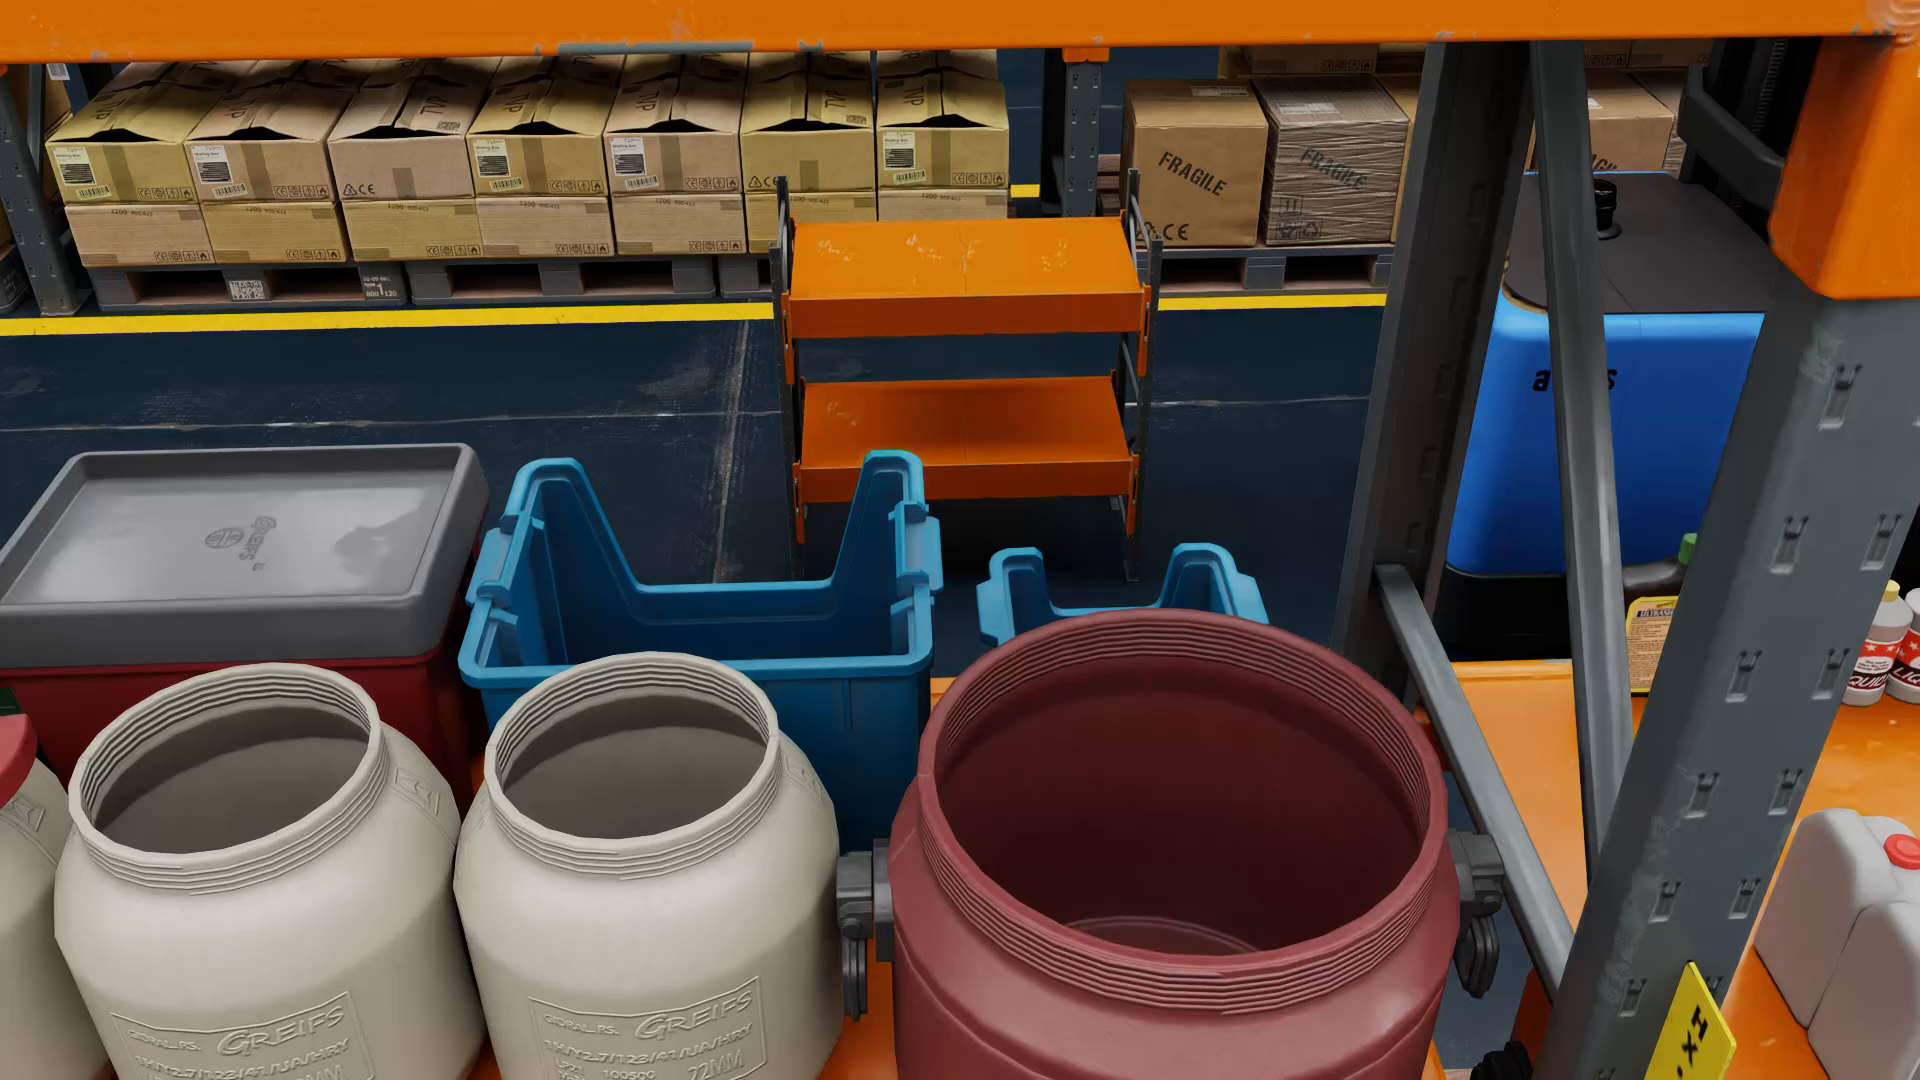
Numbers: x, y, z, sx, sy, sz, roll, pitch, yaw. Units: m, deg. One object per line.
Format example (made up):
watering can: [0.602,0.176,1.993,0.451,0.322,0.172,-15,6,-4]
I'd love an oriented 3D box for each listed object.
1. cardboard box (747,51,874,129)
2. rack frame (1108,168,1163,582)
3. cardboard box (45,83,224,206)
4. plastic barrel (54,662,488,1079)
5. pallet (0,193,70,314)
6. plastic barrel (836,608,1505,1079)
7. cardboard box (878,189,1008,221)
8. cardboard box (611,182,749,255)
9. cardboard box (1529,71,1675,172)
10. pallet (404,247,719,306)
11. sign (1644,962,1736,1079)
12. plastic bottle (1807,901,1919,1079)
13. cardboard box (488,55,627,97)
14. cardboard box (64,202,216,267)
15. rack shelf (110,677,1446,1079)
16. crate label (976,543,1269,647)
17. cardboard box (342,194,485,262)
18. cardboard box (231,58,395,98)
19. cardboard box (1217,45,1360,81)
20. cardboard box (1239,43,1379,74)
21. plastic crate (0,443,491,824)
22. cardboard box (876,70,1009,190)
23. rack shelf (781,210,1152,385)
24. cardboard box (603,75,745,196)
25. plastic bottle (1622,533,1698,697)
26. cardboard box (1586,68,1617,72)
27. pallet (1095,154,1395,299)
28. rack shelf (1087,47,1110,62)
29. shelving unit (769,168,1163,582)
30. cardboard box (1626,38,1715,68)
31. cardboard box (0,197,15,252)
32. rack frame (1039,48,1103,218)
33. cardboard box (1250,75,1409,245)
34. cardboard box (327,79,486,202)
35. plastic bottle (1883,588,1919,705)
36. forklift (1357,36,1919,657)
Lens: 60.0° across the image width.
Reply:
cardboard box: [-0.620,-1.901,6.916,0.500,0.311,0.500,-2,35,-3]
rack frame: [0.515,-0.476,4.950,0.032,1.125,0.500,-2,35,-2]
cardboard box: [-3.129,-1.529,6.378,0.500,0.311,0.500,-1,35,-2]
plastic barrel: [-0.766,0.436,1.887,0.421,0.512,0.421,0,35,0]
pallet: [-4.350,-1.243,6.860,1.213,0.211,1.003,-2,35,-2]
plastic barrel: [0.223,0.450,1.845,0.708,0.536,0.600,-2,35,-2]
cardboard box: [-0.073,-1.384,6.661,0.500,0.250,0.500,-1,35,-1]
cardboard box: [-1.090,-1.356,6.621,0.500,0.250,0.500,-1,35,-1]
cardboard box: [2.455,-1.543,6.653,0.500,0.500,0.500,-3,35,-4]
pallet: [-1.598,-1.317,6.967,1.213,0.211,1.003,-2,35,-2]
sign: [0.705,0.566,1.652,0.005,0.325,0.100,-2,35,-2]
plastic bottle: [1.120,0.544,1.937,0.135,0.276,0.152,-2,35,-2]
cardboard box: [-1.643,-1.875,6.877,0.500,0.311,0.500,-2,35,-3]
cardboard box: [-3.139,-1.299,6.538,0.500,0.250,0.500,-2,35,-3]
rack shelf: [-1.326,0.671,2.277,4.000,0.370,1.077,-2,35,-2]
crate label: [0.234,0.188,2.489,0.416,0.233,0.303,-2,35,-2]
cardboard box: [-2.112,-1.328,6.580,0.500,0.250,0.500,-3,35,-4]
cardboard box: [-2.644,-1.851,6.843,0.500,0.311,0.500,-1,35,-1]
cardboard box: [1.365,-1.806,7.034,0.500,0.500,0.500,0,35,0]
cardboard box: [1.421,-2.119,6.827,0.500,0.250,0.500,0,35,0]
plastic crate: [-0.956,0.164,2.321,0.583,0.464,0.402,-2,35,-2]
cardboard box: [-0.070,-1.613,6.500,0.500,0.311,0.500,-1,35,-1]
rack shelf: [0.007,-0.703,4.764,1.000,0.278,0.538,-2,35,-2]
cardboard box: [-1.093,-1.584,6.457,0.500,0.311,0.500,-2,35,-3]
plastic bottle: [1.056,0.116,2.550,0.133,0.283,0.061,-2,35,-2]
cardboard box: [2.405,-1.838,7.080,0.500,0.500,0.500,-3,35,-4]
pallet: [1.189,-1.347,7.011,1.213,0.211,1.003,-2,35,-2]
rack shelf: [2.439,-2.253,6.502,4.000,0.370,1.077,-2,35,-2]
shelving unit: [0.007,-0.463,4.930,1.048,1.125,0.538,-2,35,-2]
cardboard box: [2.943,-2.162,6.890,0.500,0.250,0.500,-1,35,-2]
cardboard box: [-4.007,-1.292,6.529,0.500,0.250,0.500,-2,35,-2]
rack frame: [0.441,-2.495,6.219,0.127,3.000,1.000,-2,35,-2]
cardboard box: [1.432,-1.515,6.613,0.500,0.500,0.500,-3,35,-4]
cardboard box: [-2.112,-1.554,6.414,0.500,0.311,0.500,-3,35,-4]
plastic bottle: [1.500,0.148,2.575,0.097,0.201,0.097,0,35,0]
forklift: [2.832,-1.166,4.360,3.031,2.935,1.130,-1,35,-1]
